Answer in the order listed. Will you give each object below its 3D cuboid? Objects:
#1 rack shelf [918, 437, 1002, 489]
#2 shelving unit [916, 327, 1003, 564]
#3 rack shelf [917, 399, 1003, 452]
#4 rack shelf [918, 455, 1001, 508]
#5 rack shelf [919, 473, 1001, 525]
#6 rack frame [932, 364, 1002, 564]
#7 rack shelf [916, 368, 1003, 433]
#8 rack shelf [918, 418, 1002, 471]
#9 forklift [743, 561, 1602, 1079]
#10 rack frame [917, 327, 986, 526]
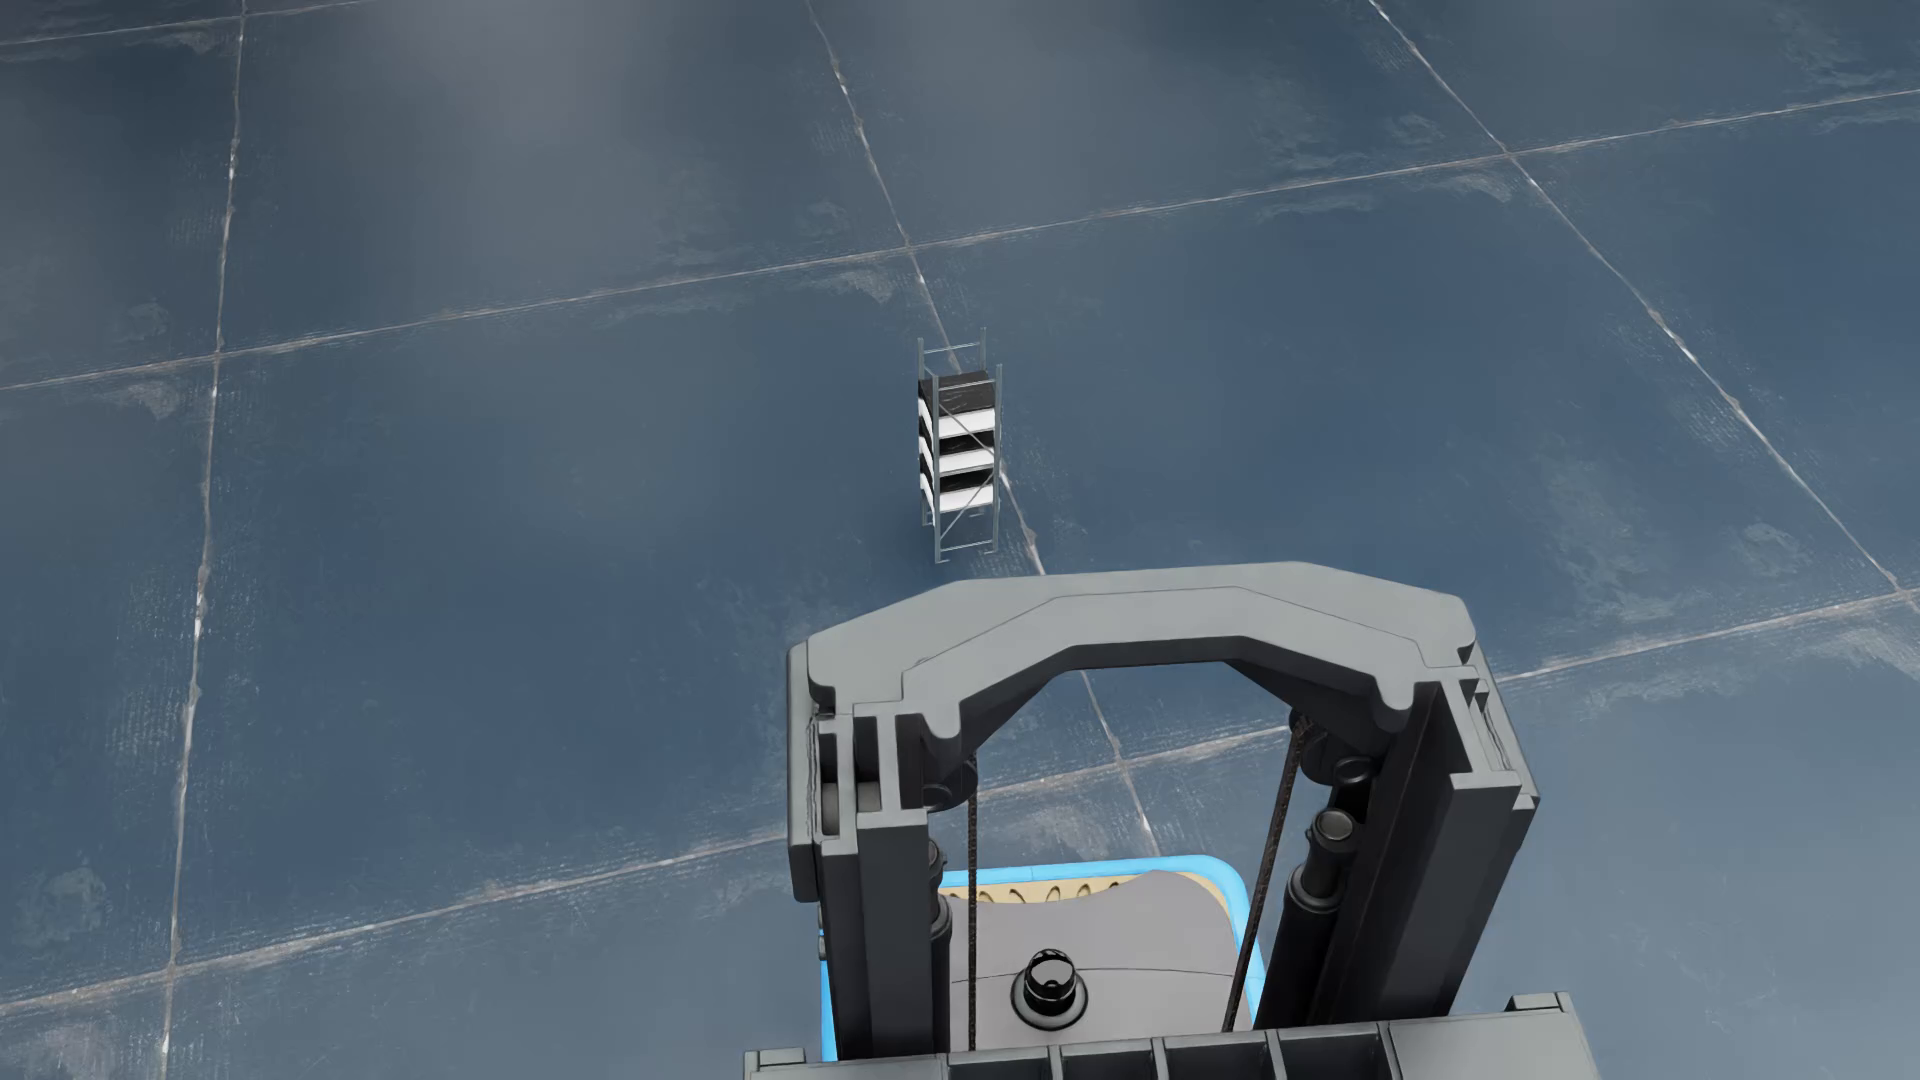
[{"bbox_3d":[-0.002,-0.297,5.958,0.258,0.077,0.200,-11,47,-10],"label":"rack shelf"},{"bbox_3d":[-0.002,-0.321,5.934,0.258,0.900,0.210,-11,47,-10],"label":"shelving unit"},{"bbox_3d":[-0.002,-0.423,5.829,0.258,0.077,0.200,-11,47,-10],"label":"rack shelf"},{"bbox_3d":[-0.002,-0.234,6.022,0.258,0.077,0.200,-11,47,-10],"label":"rack shelf"},{"bbox_3d":[-0.002,-0.171,6.086,0.258,0.077,0.200,-11,47,-10],"label":"rack shelf"},{"bbox_3d":[0.024,-0.250,5.865,0.240,0.900,0.006,-11,47,-10],"label":"rack frame"},{"bbox_3d":[-0.002,-0.486,5.765,0.258,0.077,0.200,-11,47,-10],"label":"rack shelf"},{"bbox_3d":[-0.002,-0.360,5.894,0.258,0.077,0.200,-11,47,-10],"label":"rack shelf"},{"bbox_3d":[0.287,1.559,2.670,1.130,2.935,3.031,-3,46,-3],"label":"forklift"},{"bbox_3d":[-0.028,-0.391,6.003,0.240,0.900,0.006,-11,47,-10],"label":"rack frame"}]
